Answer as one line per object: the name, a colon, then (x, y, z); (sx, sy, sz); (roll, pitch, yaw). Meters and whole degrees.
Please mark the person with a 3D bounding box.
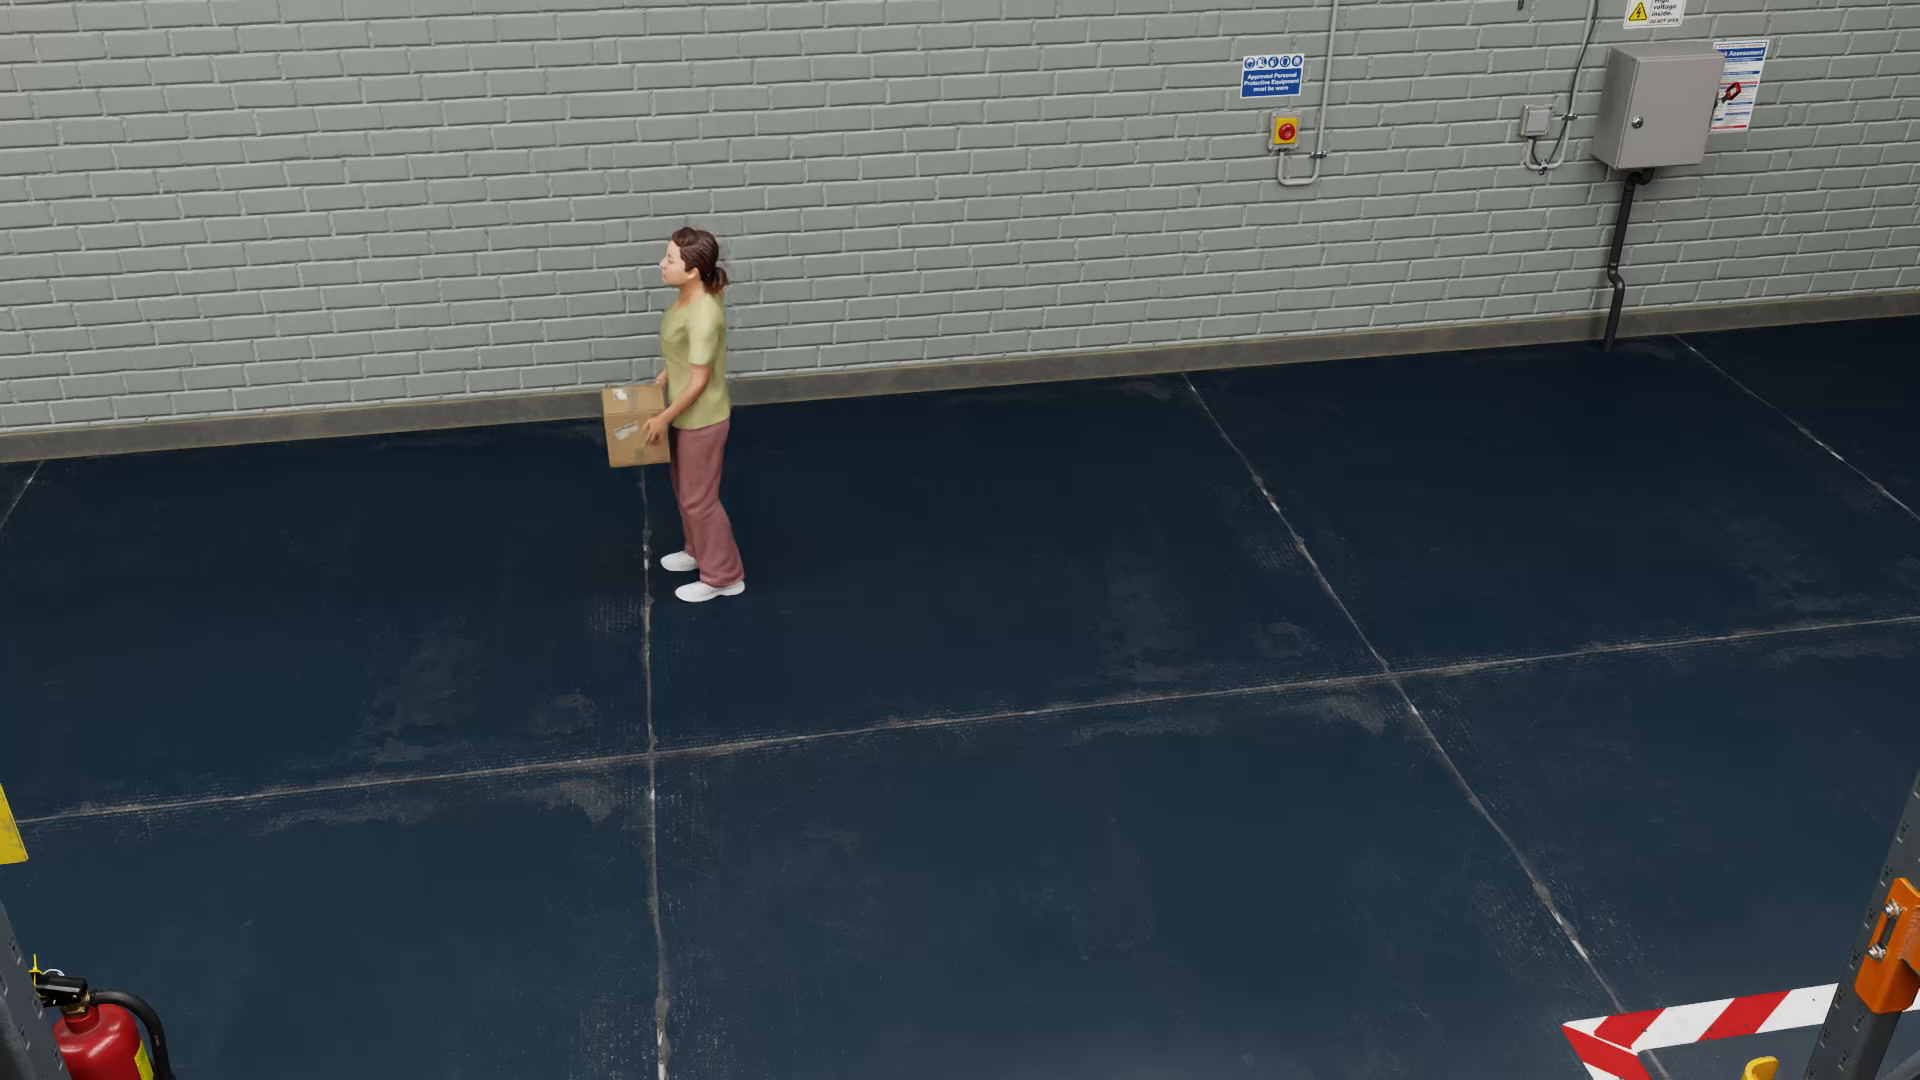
person: (-1.126, -0.513, 6.997); (0.422, 1.671, 0.498); (-5, 31, -9)
